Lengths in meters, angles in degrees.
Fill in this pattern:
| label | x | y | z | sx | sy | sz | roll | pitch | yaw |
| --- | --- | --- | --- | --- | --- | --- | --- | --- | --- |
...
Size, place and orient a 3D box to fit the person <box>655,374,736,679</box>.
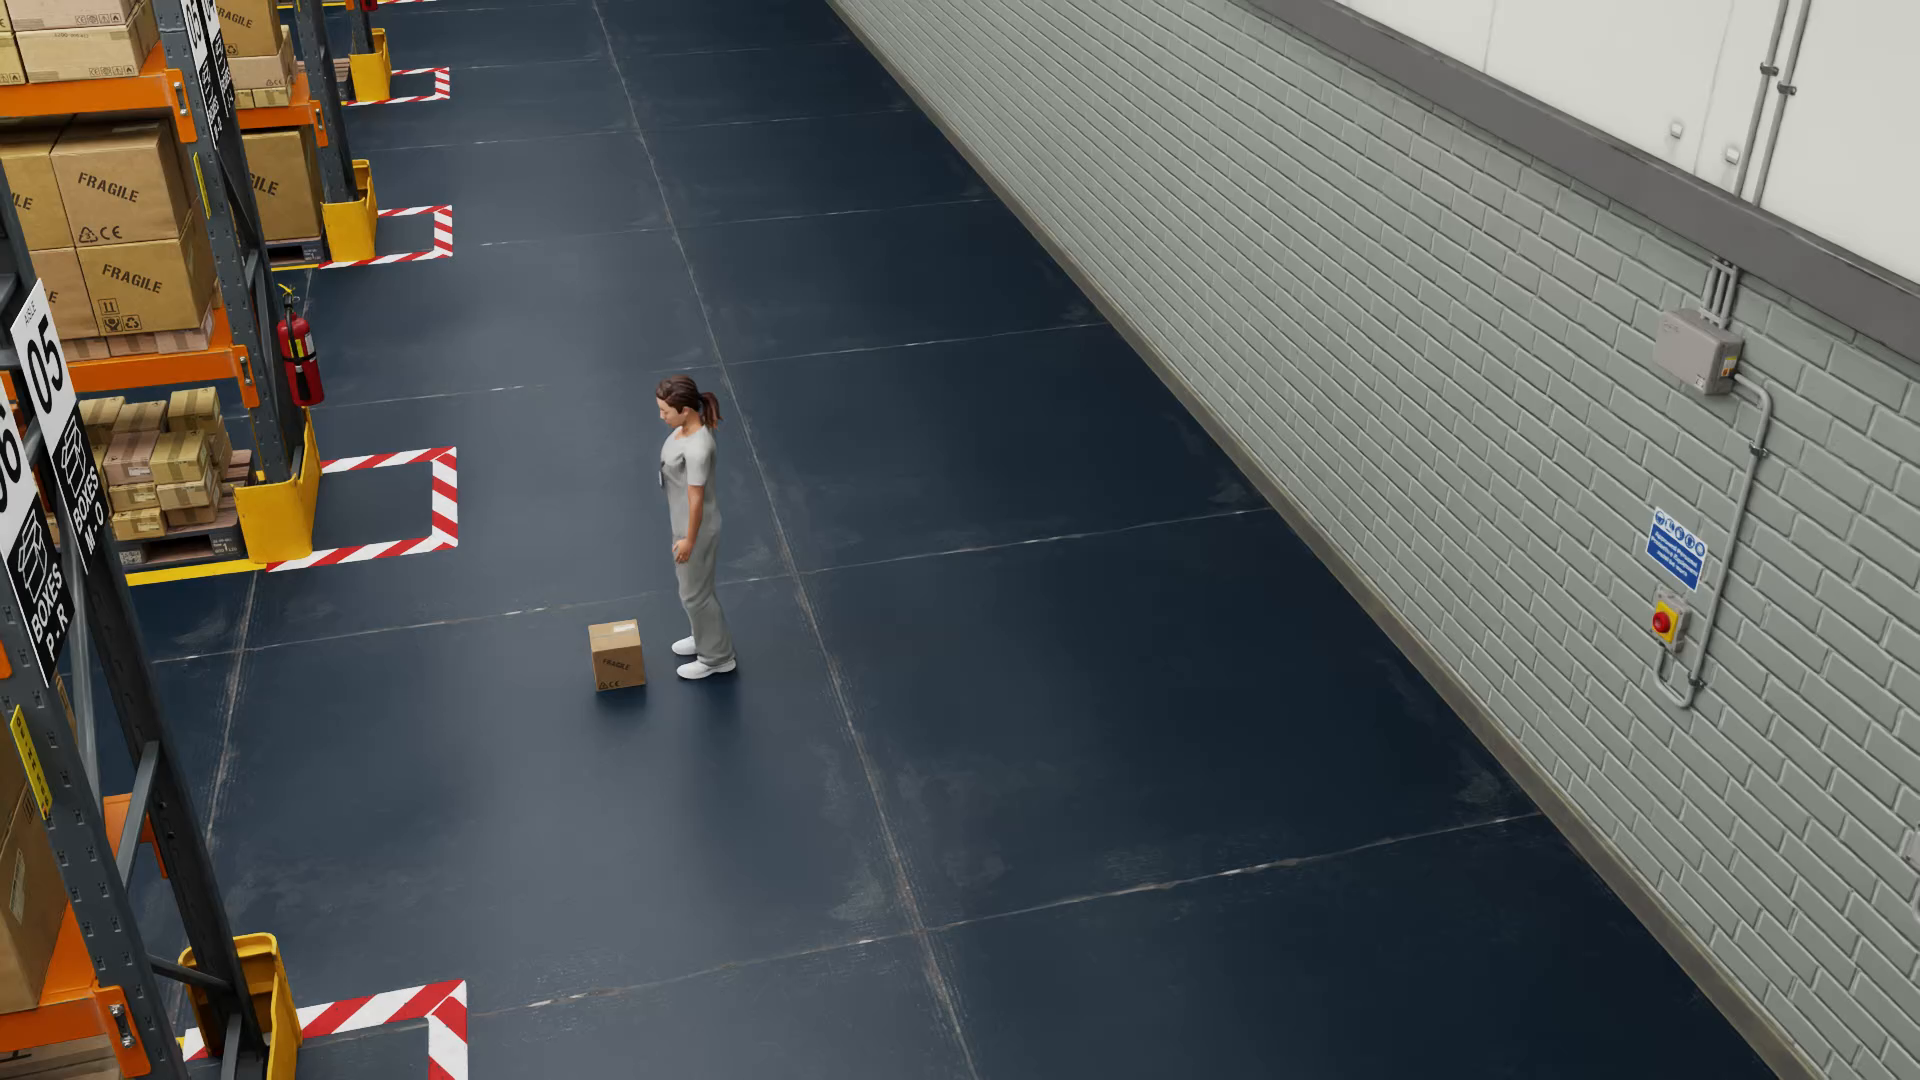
| label | x | y | z | sx | sy | sz | roll | pitch | yaw |
| --- | --- | --- | --- | --- | --- | --- | --- | --- | --- |
| person | -1.323 | -0.070 | 8.366 | 0.362 | 1.671 | 0.443 | -7 | 31 | -12 |
